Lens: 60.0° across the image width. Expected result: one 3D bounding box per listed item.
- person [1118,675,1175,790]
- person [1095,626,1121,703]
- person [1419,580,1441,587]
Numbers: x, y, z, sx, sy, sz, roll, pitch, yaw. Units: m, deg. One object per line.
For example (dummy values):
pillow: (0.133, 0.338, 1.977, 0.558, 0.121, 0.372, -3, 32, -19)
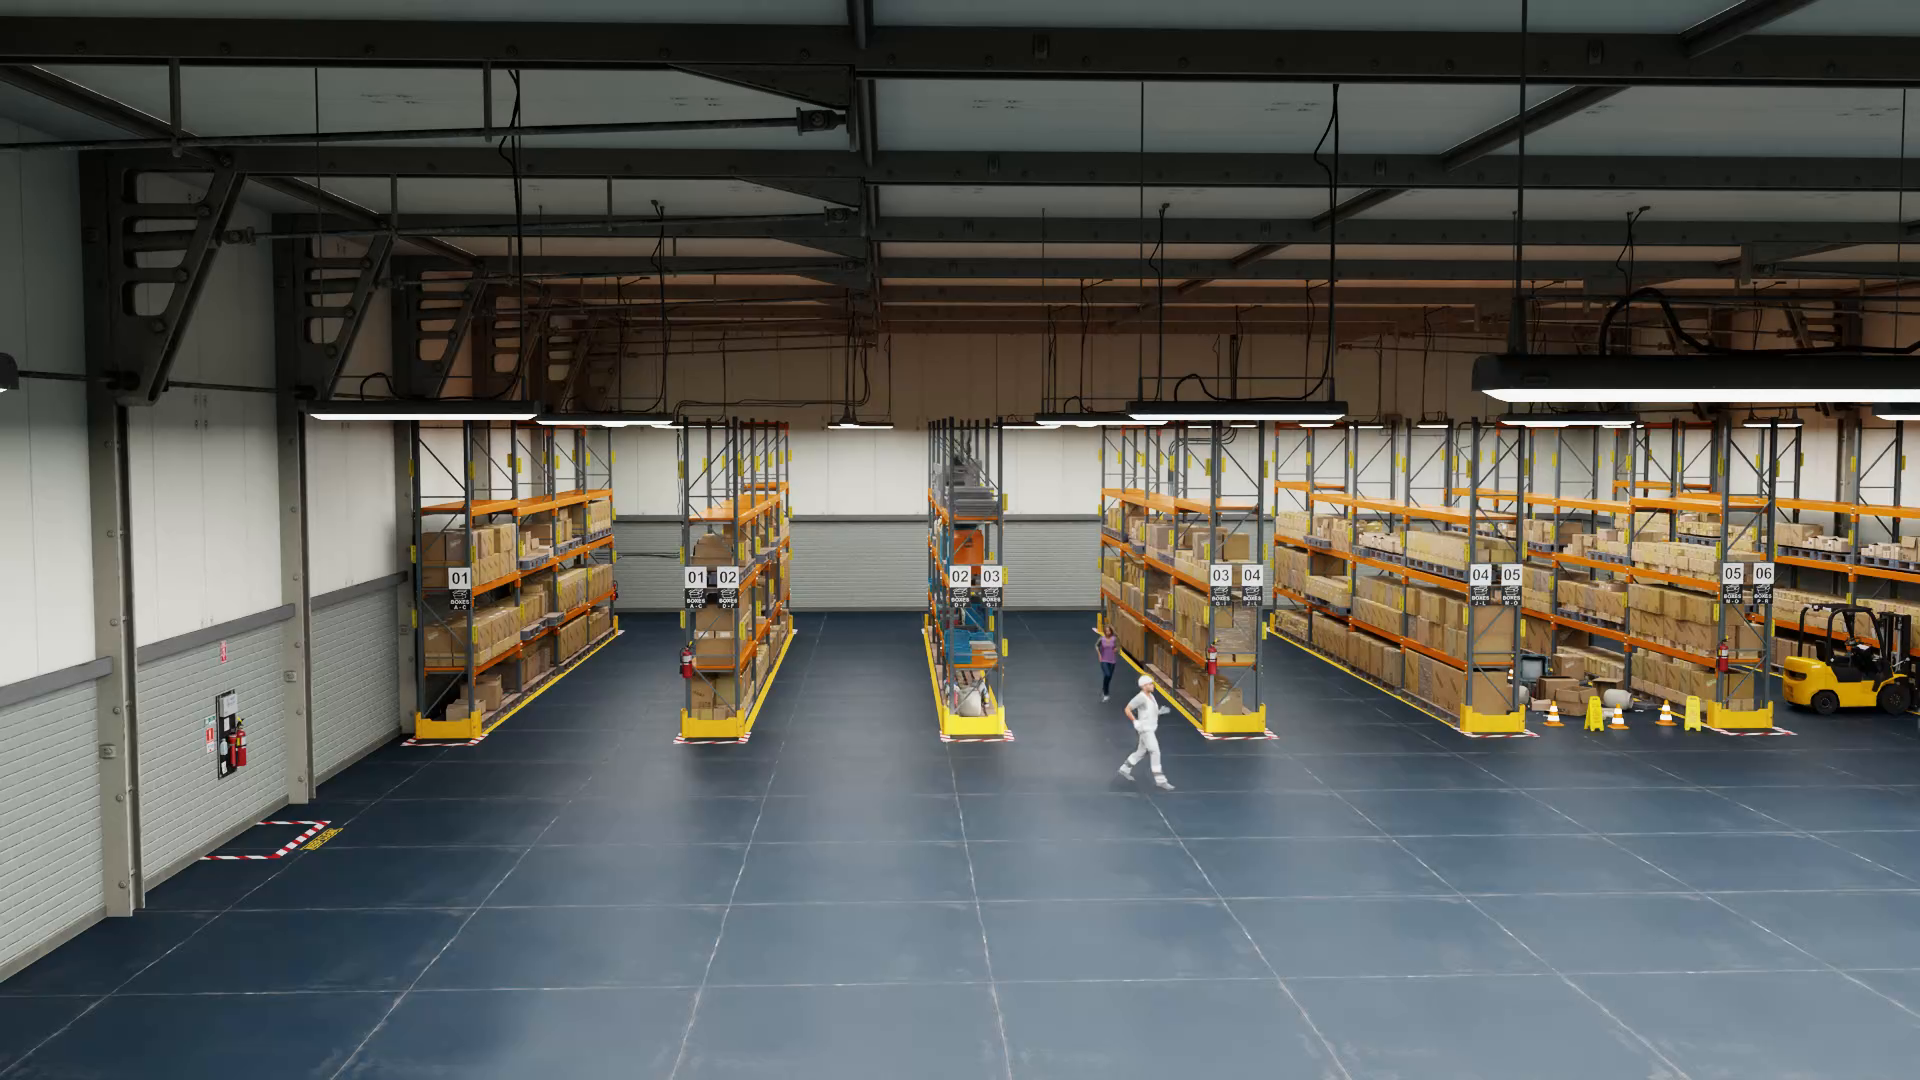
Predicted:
person: (2.989, 3.058, 26.616, 0.980, 1.787, 0.655, 2, 4, 22)
person: (3.152, 2.632, 35.330, 0.507, 1.646, 0.707, -1, 4, -8)
person: (13.984, 1.620, 49.345, 0.694, 1.825, 0.653, 0, 4, 8)
